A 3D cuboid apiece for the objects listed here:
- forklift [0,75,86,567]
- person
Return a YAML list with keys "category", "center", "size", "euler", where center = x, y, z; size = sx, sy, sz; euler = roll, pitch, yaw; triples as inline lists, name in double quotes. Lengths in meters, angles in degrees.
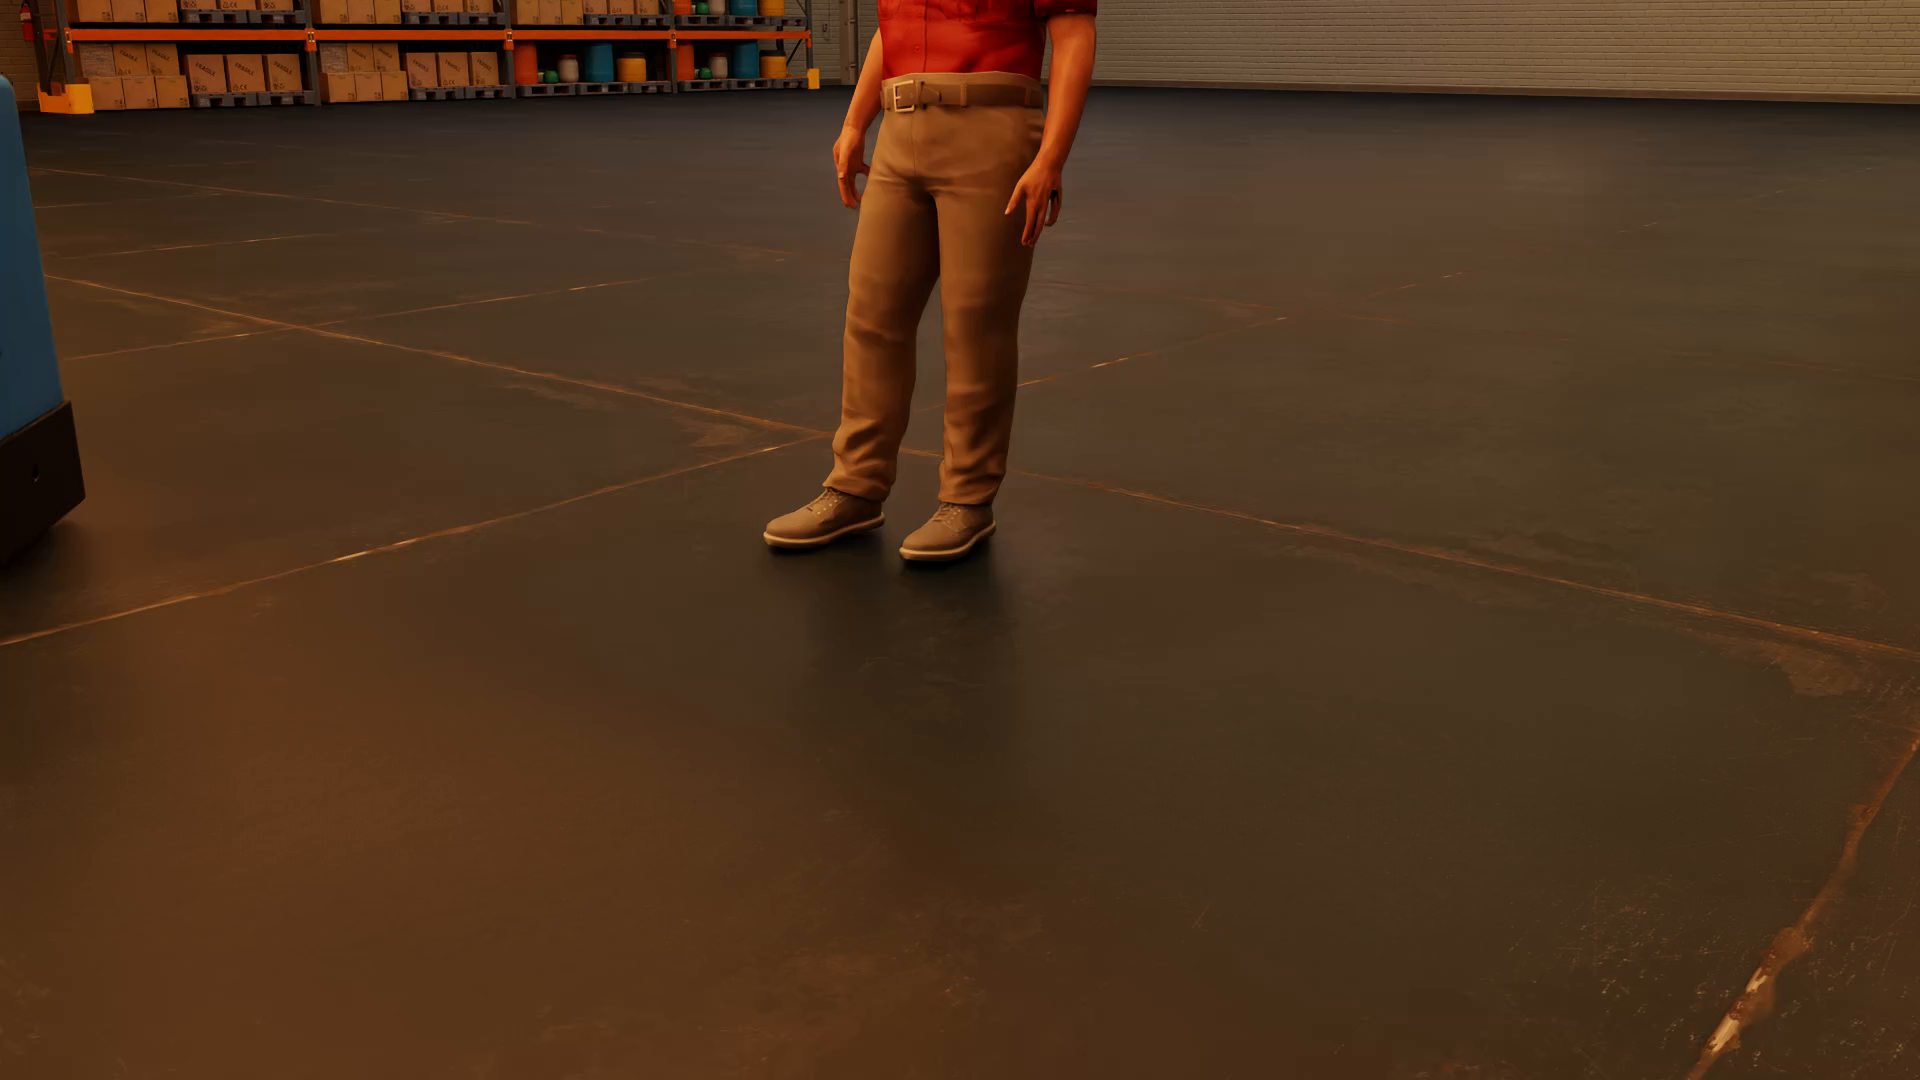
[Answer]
- category: "forklift"
  center: [-3.535, -1.235, 2.966]
  size: [3.031, 2.935, 1.130]
  euler: [-3, 17, -9]
- category: "person"
  center: [-0.067, -0.816, 3.630]
  size: [0.640, 1.727, 0.551]
  euler: [13, 21, 37]
